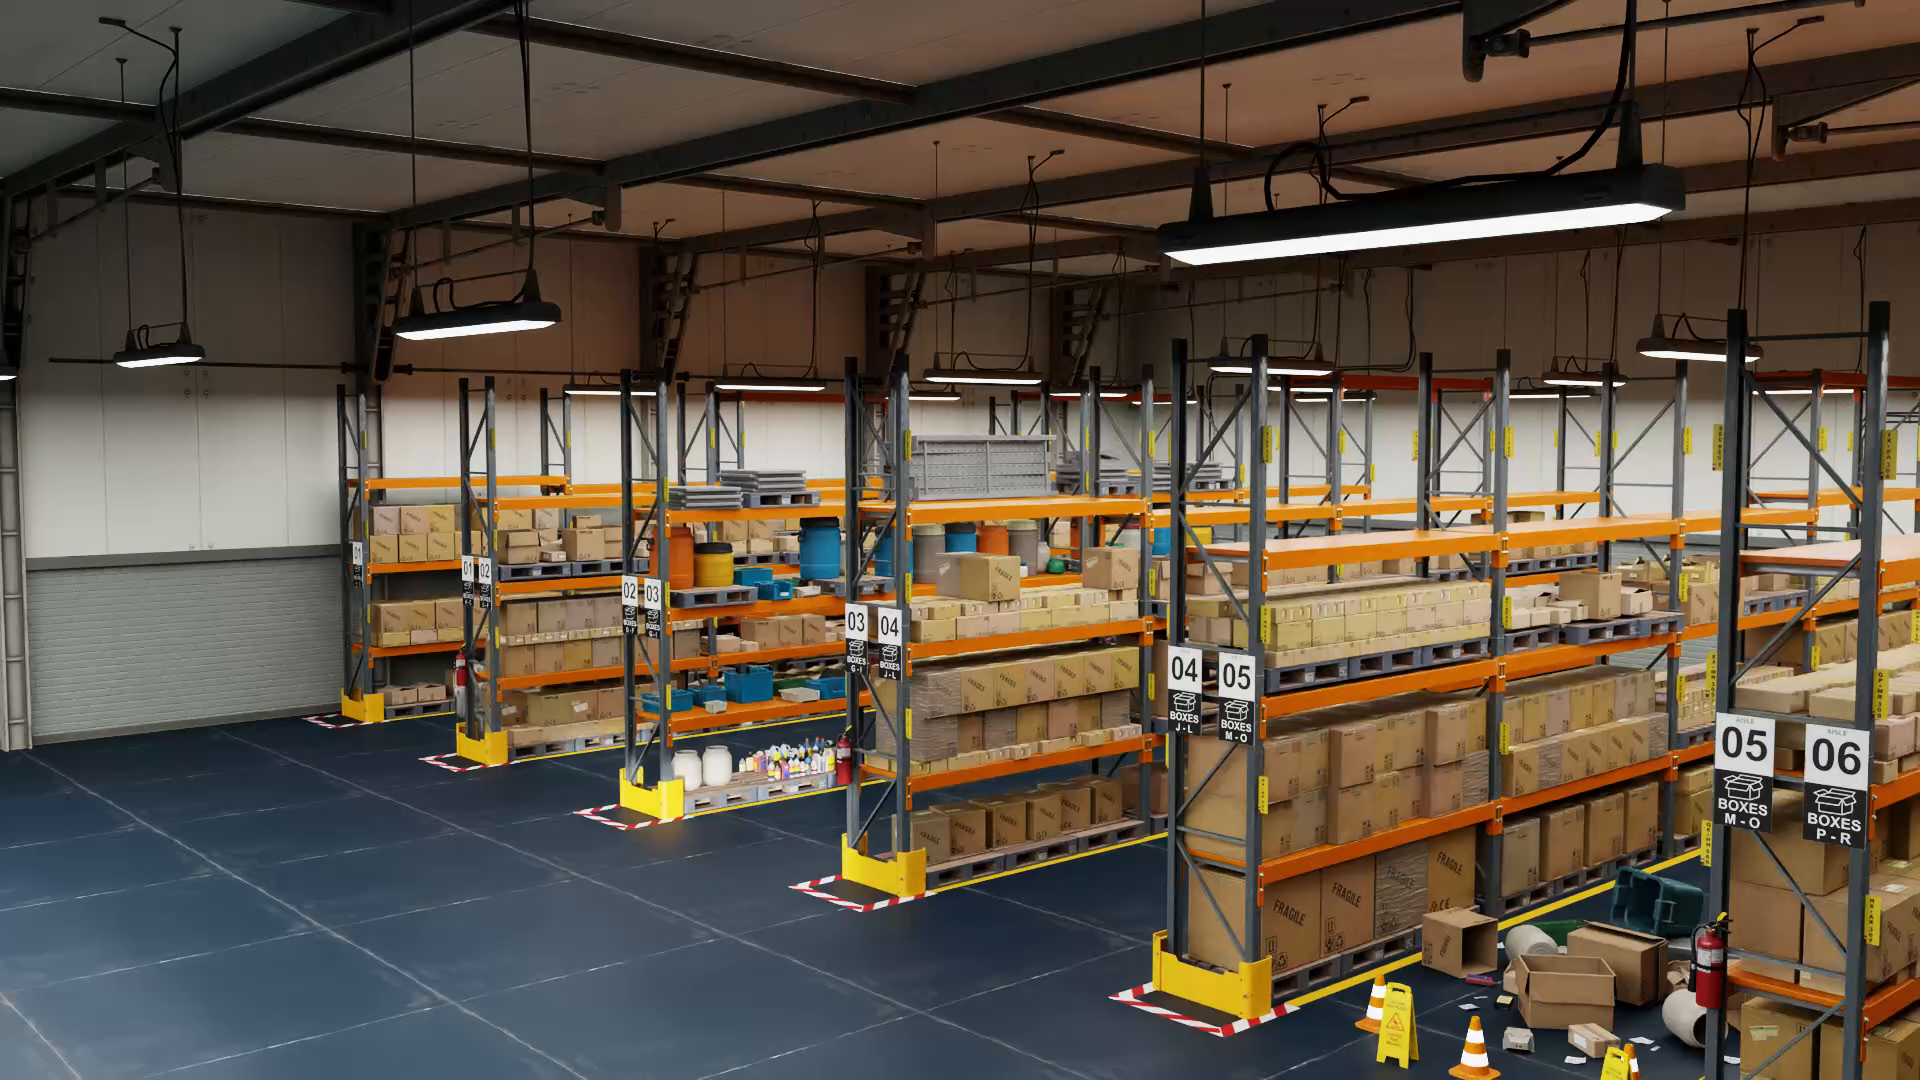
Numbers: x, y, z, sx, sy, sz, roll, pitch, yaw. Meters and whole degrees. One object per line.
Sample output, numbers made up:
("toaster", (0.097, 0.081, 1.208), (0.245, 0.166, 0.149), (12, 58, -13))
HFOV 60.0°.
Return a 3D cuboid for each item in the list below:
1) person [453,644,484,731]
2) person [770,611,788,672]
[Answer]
("person", (-8.211, 2.526, 27.927), (0.618, 1.632, 0.522), (2, 4, 24))
("person", (-3.410, 2.190, 32.253), (0.710, 1.763, 0.805), (3, 5, 41))
